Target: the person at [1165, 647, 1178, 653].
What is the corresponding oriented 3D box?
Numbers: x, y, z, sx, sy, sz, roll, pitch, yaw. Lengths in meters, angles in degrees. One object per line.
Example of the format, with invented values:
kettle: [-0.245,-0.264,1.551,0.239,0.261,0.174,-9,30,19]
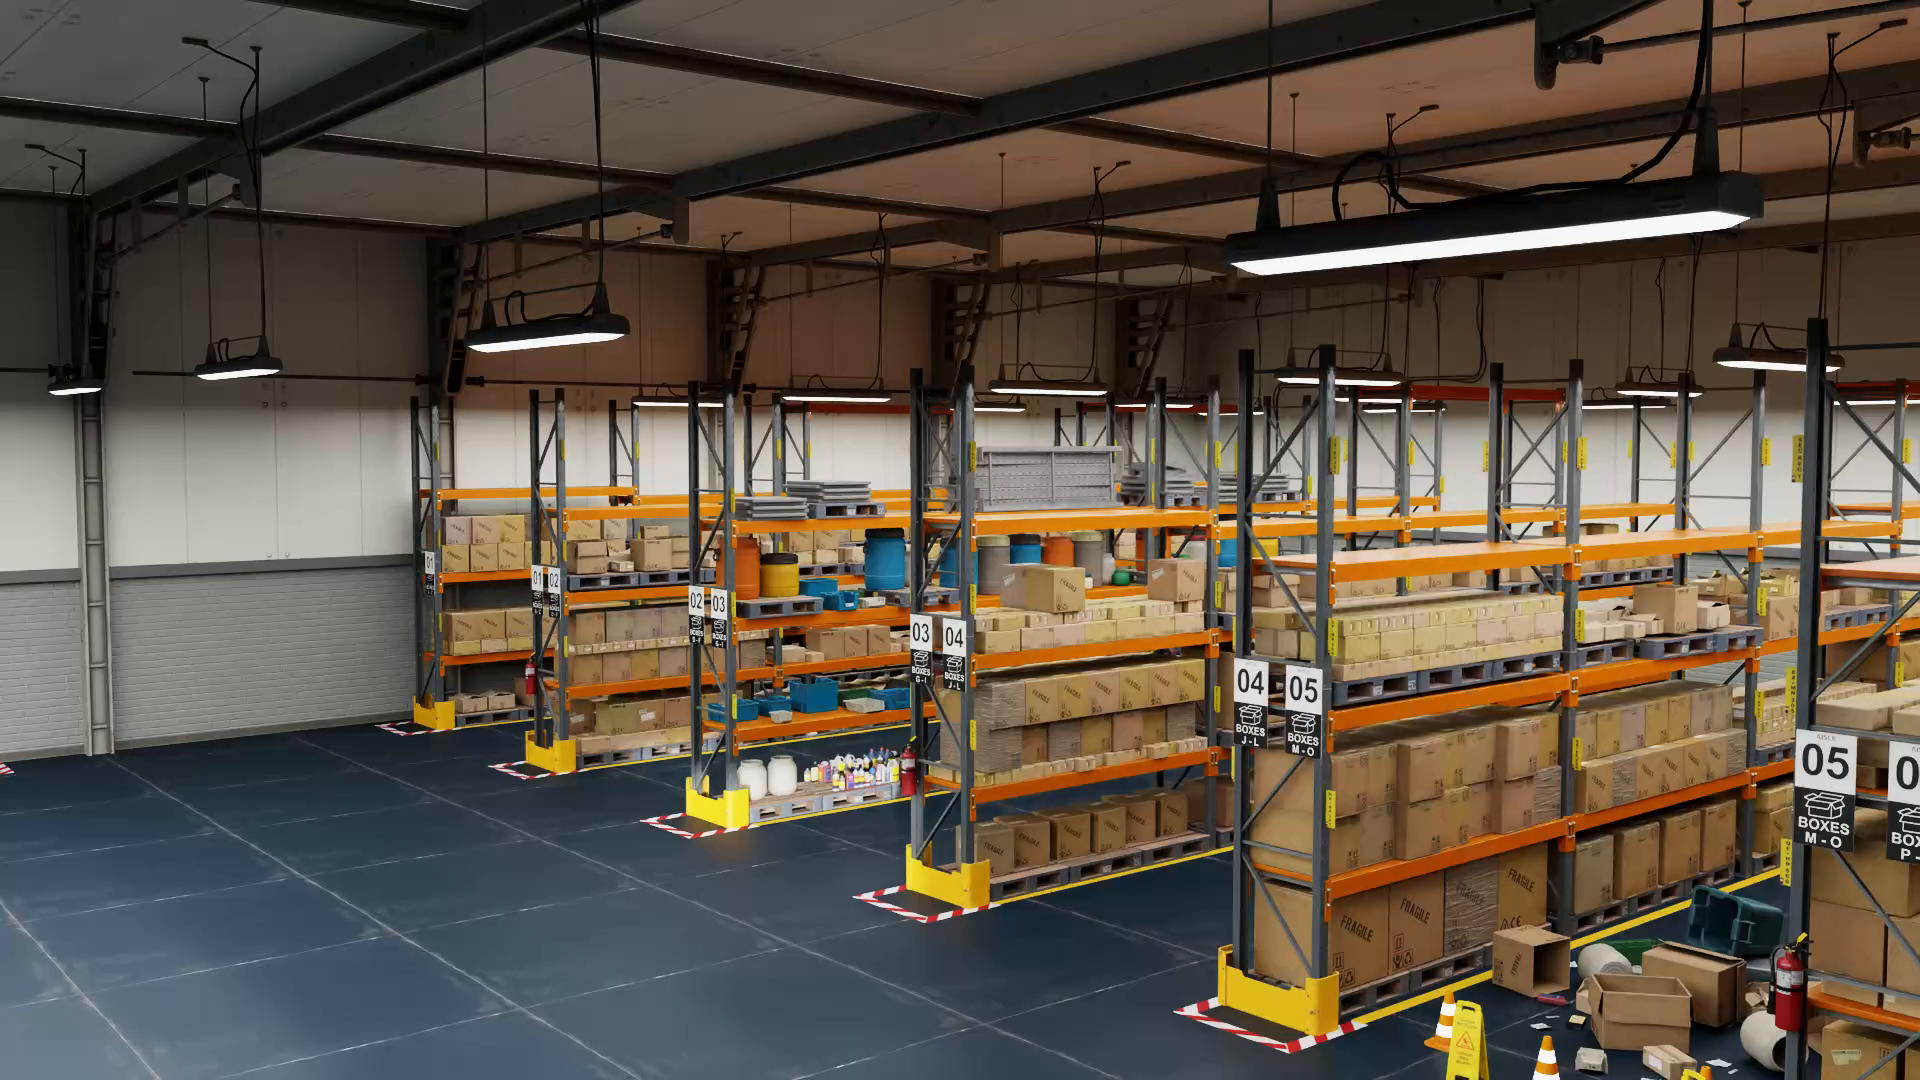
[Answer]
person: [4.086,2.486,32.295,0.529,1.577,0.760,3,4,38]
